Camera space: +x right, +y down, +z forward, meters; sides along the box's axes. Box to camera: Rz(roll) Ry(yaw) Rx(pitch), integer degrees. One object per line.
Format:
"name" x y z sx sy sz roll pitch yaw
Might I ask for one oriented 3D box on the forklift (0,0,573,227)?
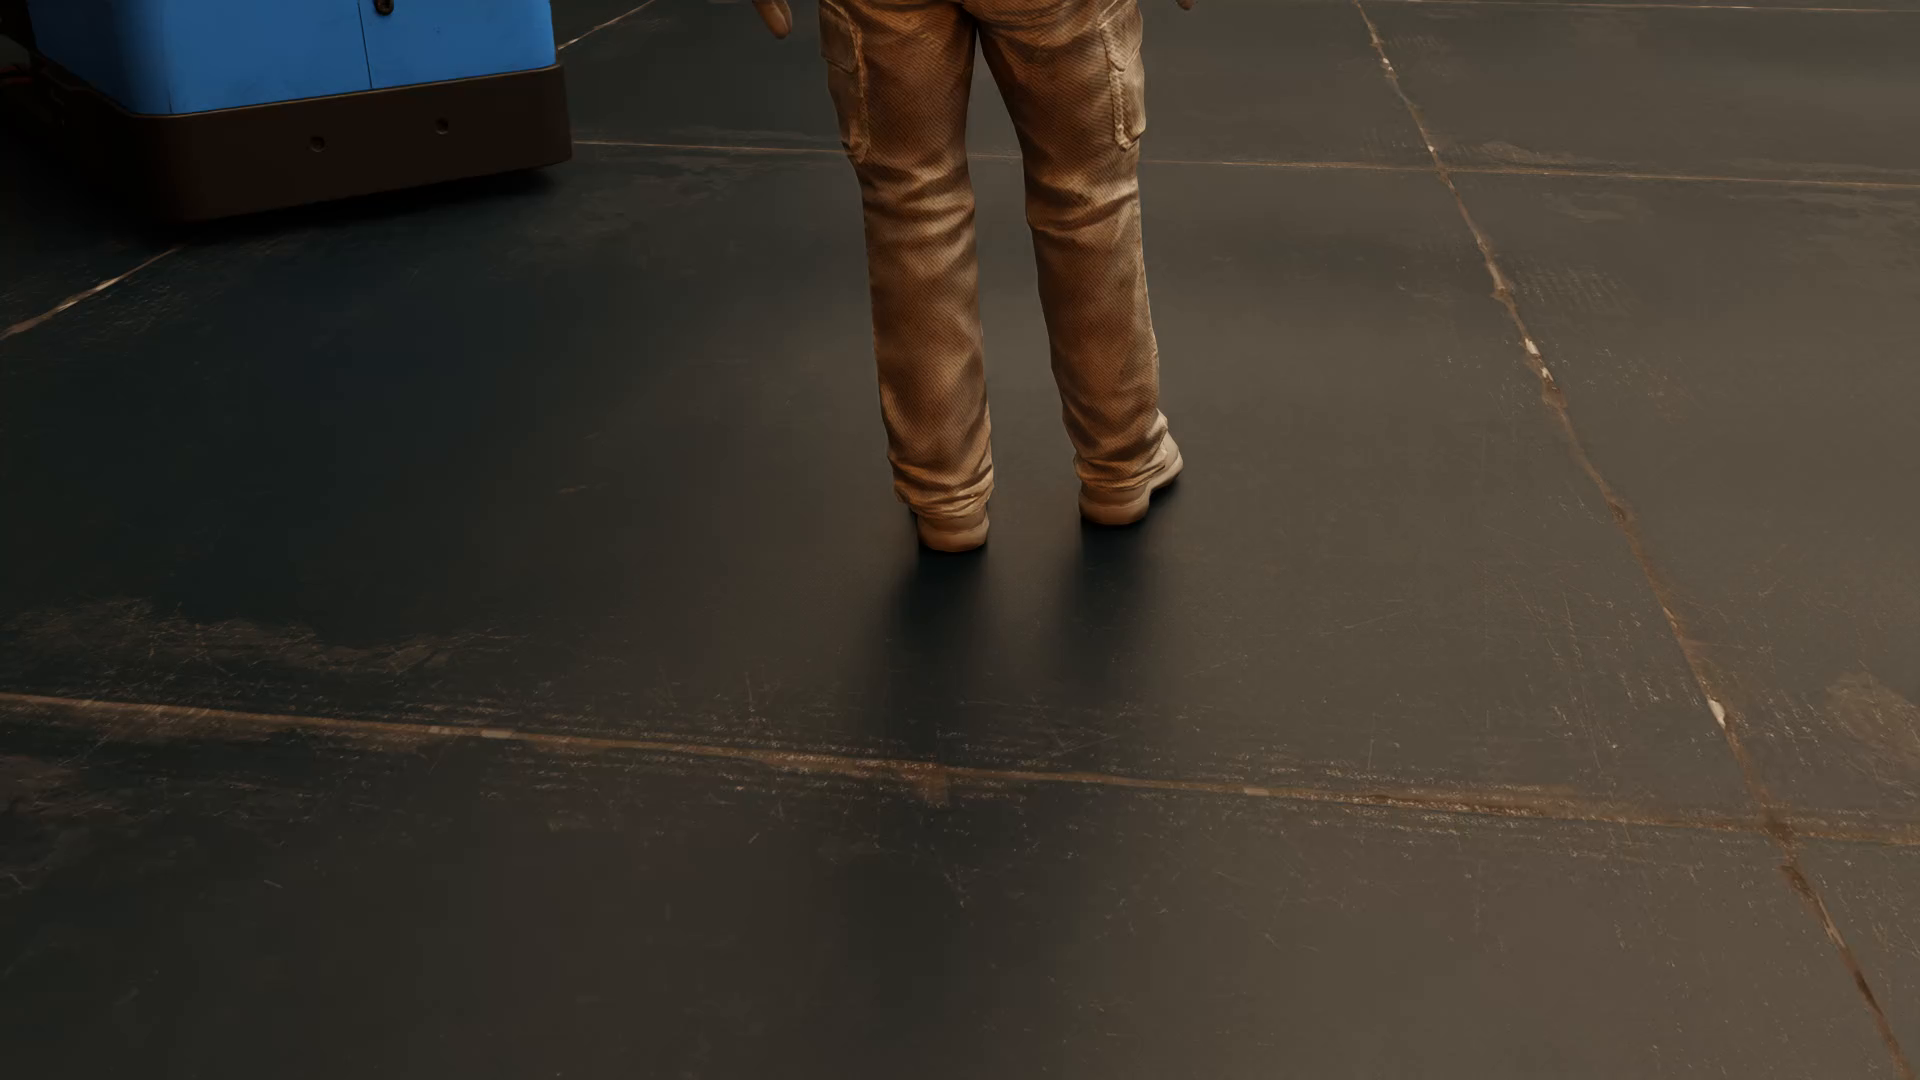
"forklift" -2.312 -2.627 4.483 1.130 2.935 3.031 -19 32 -33

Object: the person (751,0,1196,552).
"person" 0.018 -0.836 2.161 0.657 1.783 0.576 3 27 7
